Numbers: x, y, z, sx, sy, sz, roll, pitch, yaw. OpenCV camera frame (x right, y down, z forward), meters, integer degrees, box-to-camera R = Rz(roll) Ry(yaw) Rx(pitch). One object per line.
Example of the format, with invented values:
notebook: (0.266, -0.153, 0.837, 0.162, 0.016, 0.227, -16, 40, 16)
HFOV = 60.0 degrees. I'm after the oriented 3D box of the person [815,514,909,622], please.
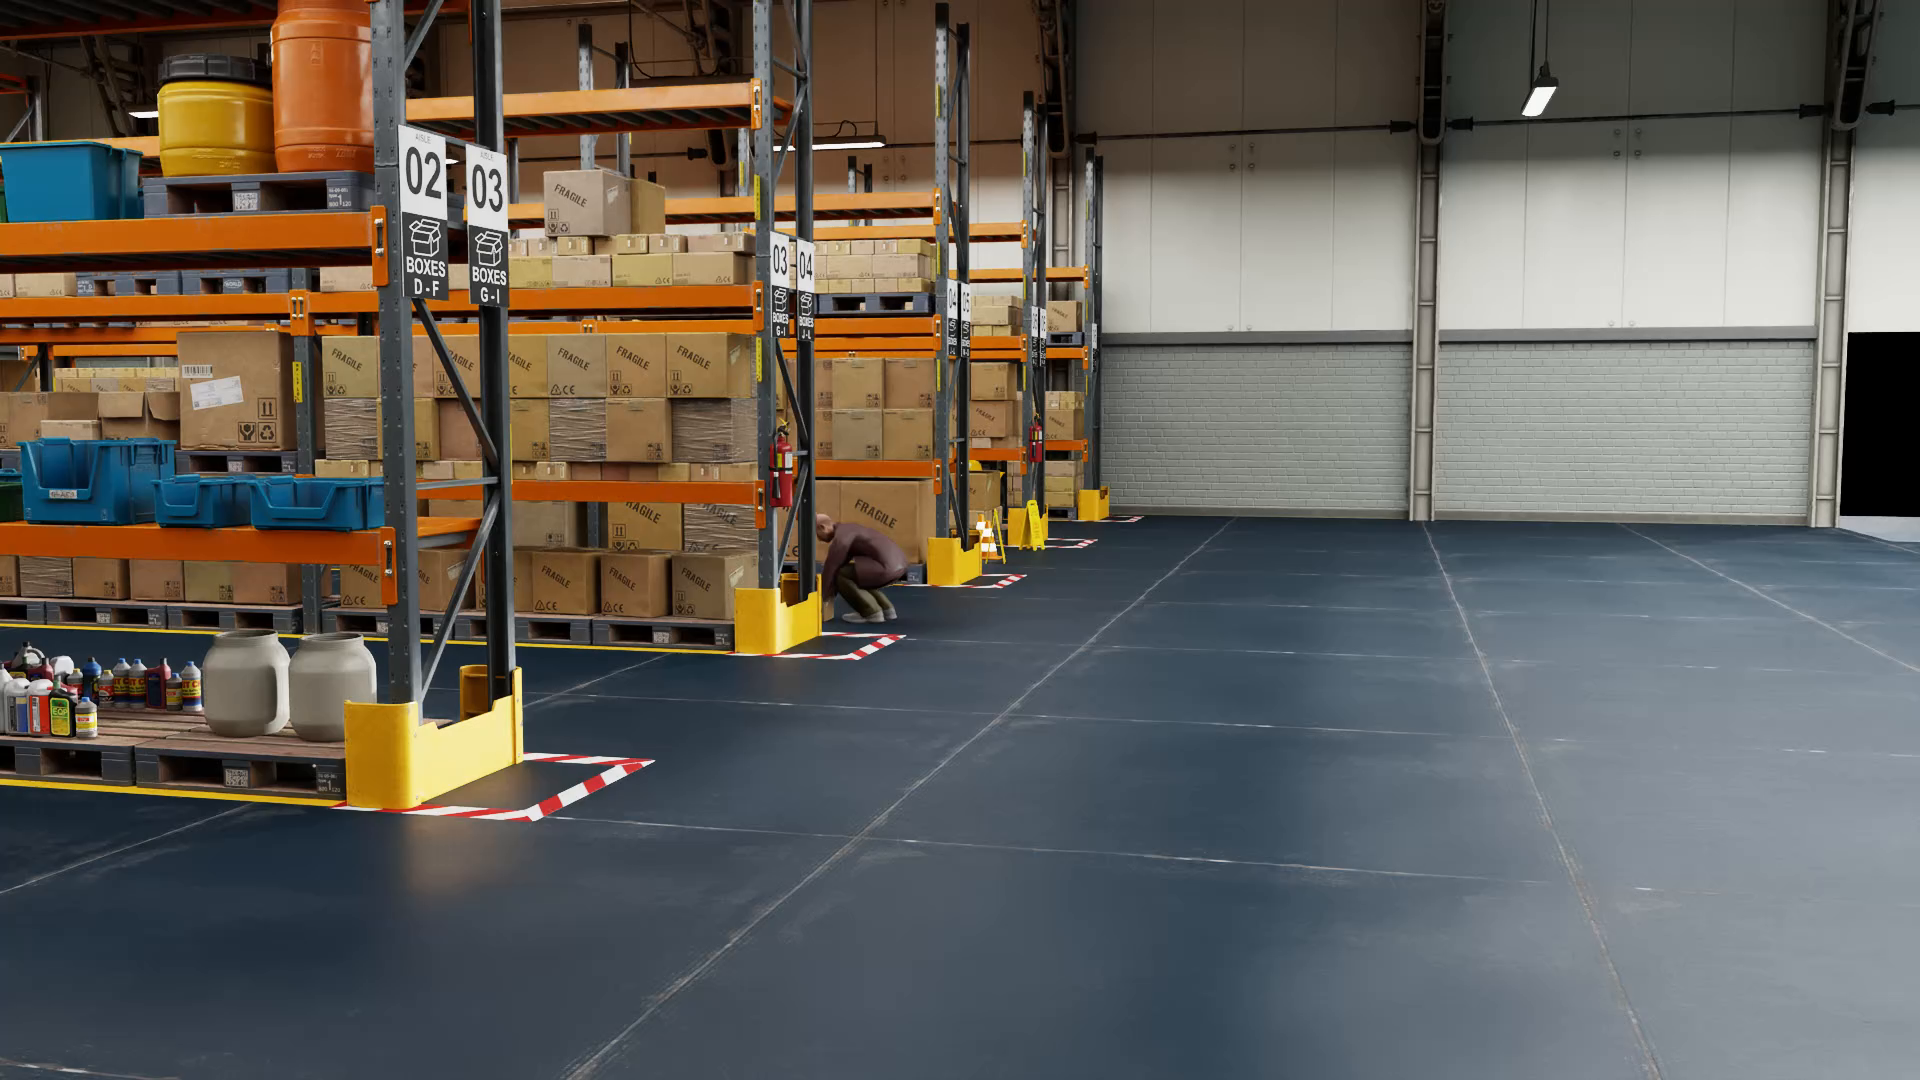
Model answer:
person: (-0.907, 0.245, 14.603, 0.909, 0.940, 0.609, 1, 5, 13)
